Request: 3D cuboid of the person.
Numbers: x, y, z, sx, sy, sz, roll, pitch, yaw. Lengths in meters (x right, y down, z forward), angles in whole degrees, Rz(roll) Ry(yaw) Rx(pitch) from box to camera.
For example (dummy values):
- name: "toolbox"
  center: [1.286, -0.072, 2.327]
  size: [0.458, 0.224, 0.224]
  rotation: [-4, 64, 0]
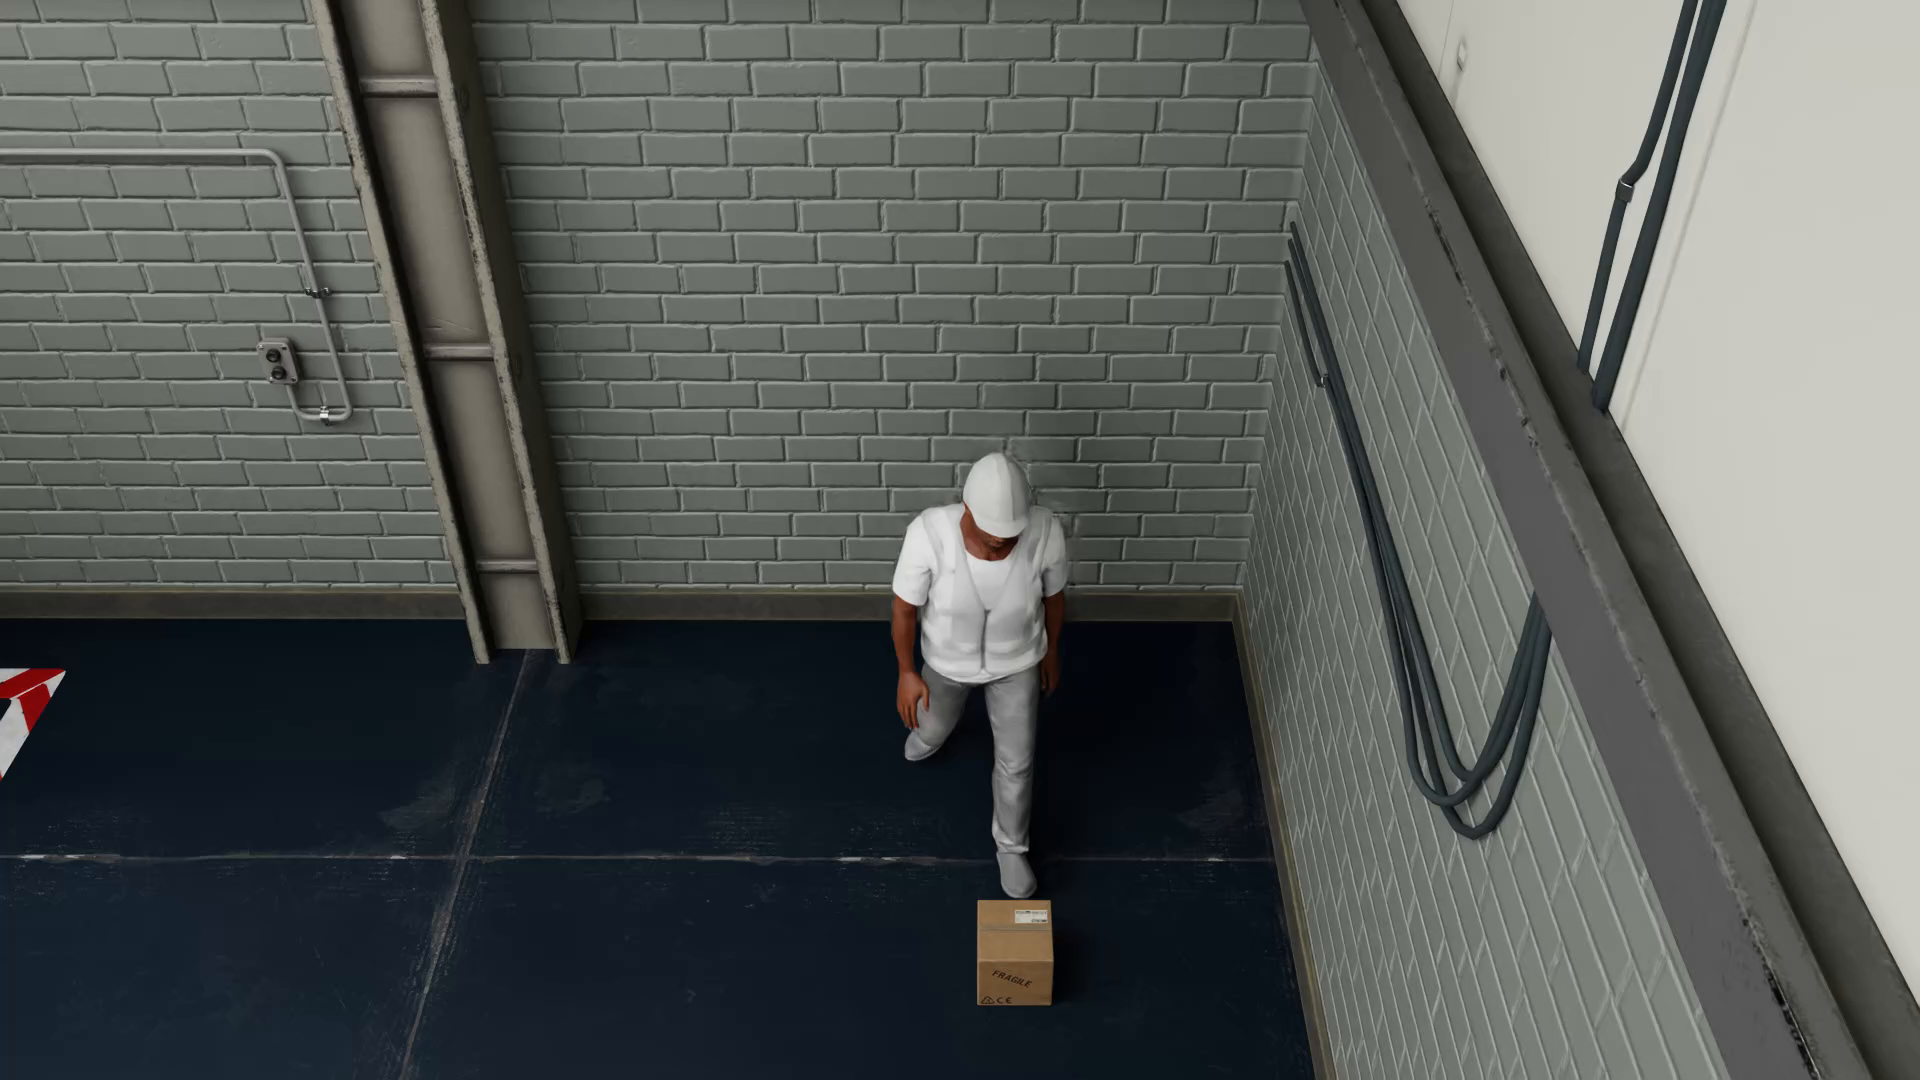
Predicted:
- name: "person"
  center: [0.064, 0.367, 5.688]
  size: [0.582, 1.750, 0.890]
  rotation: [0, 39, 0]
